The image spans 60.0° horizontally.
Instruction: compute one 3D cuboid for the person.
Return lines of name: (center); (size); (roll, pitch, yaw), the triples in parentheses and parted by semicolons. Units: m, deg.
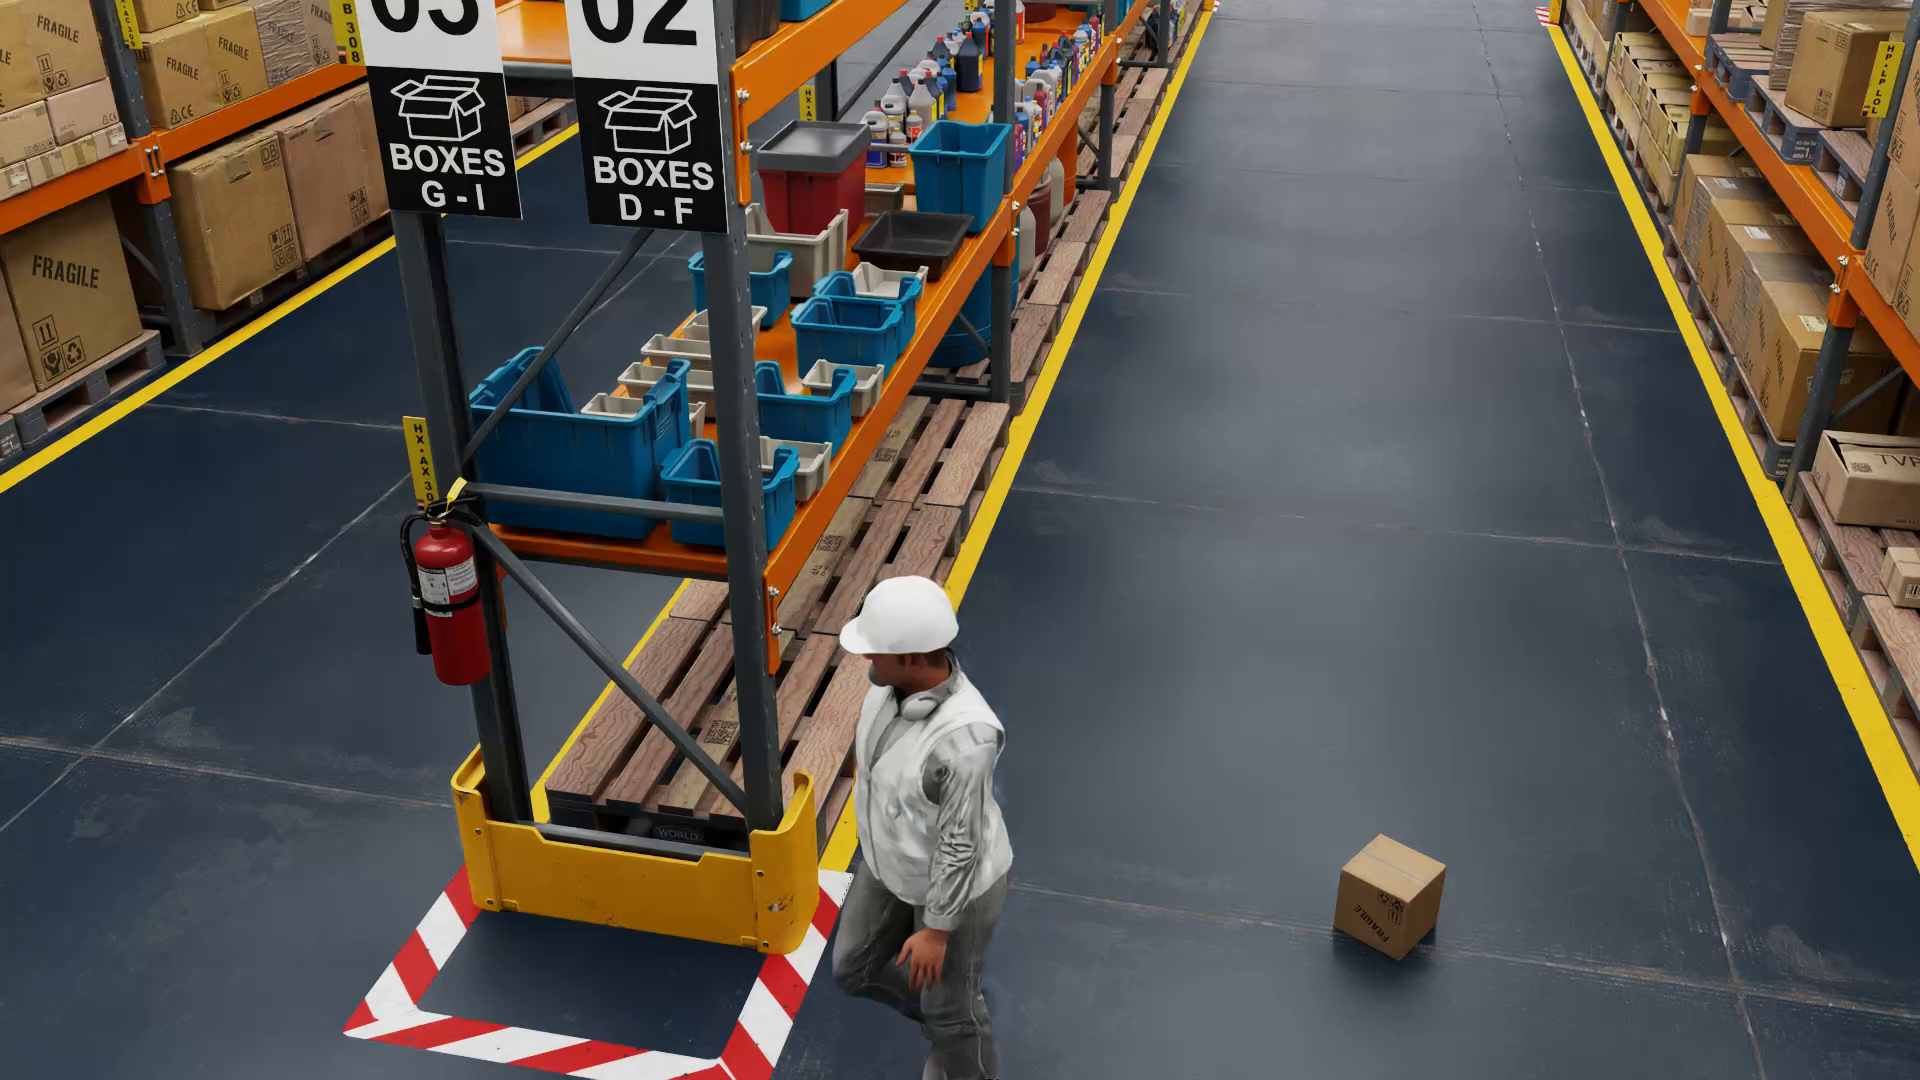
person: (-0.093, 0.875, 4.471); (0.457, 1.781, 0.578); (-18, 33, -29)
